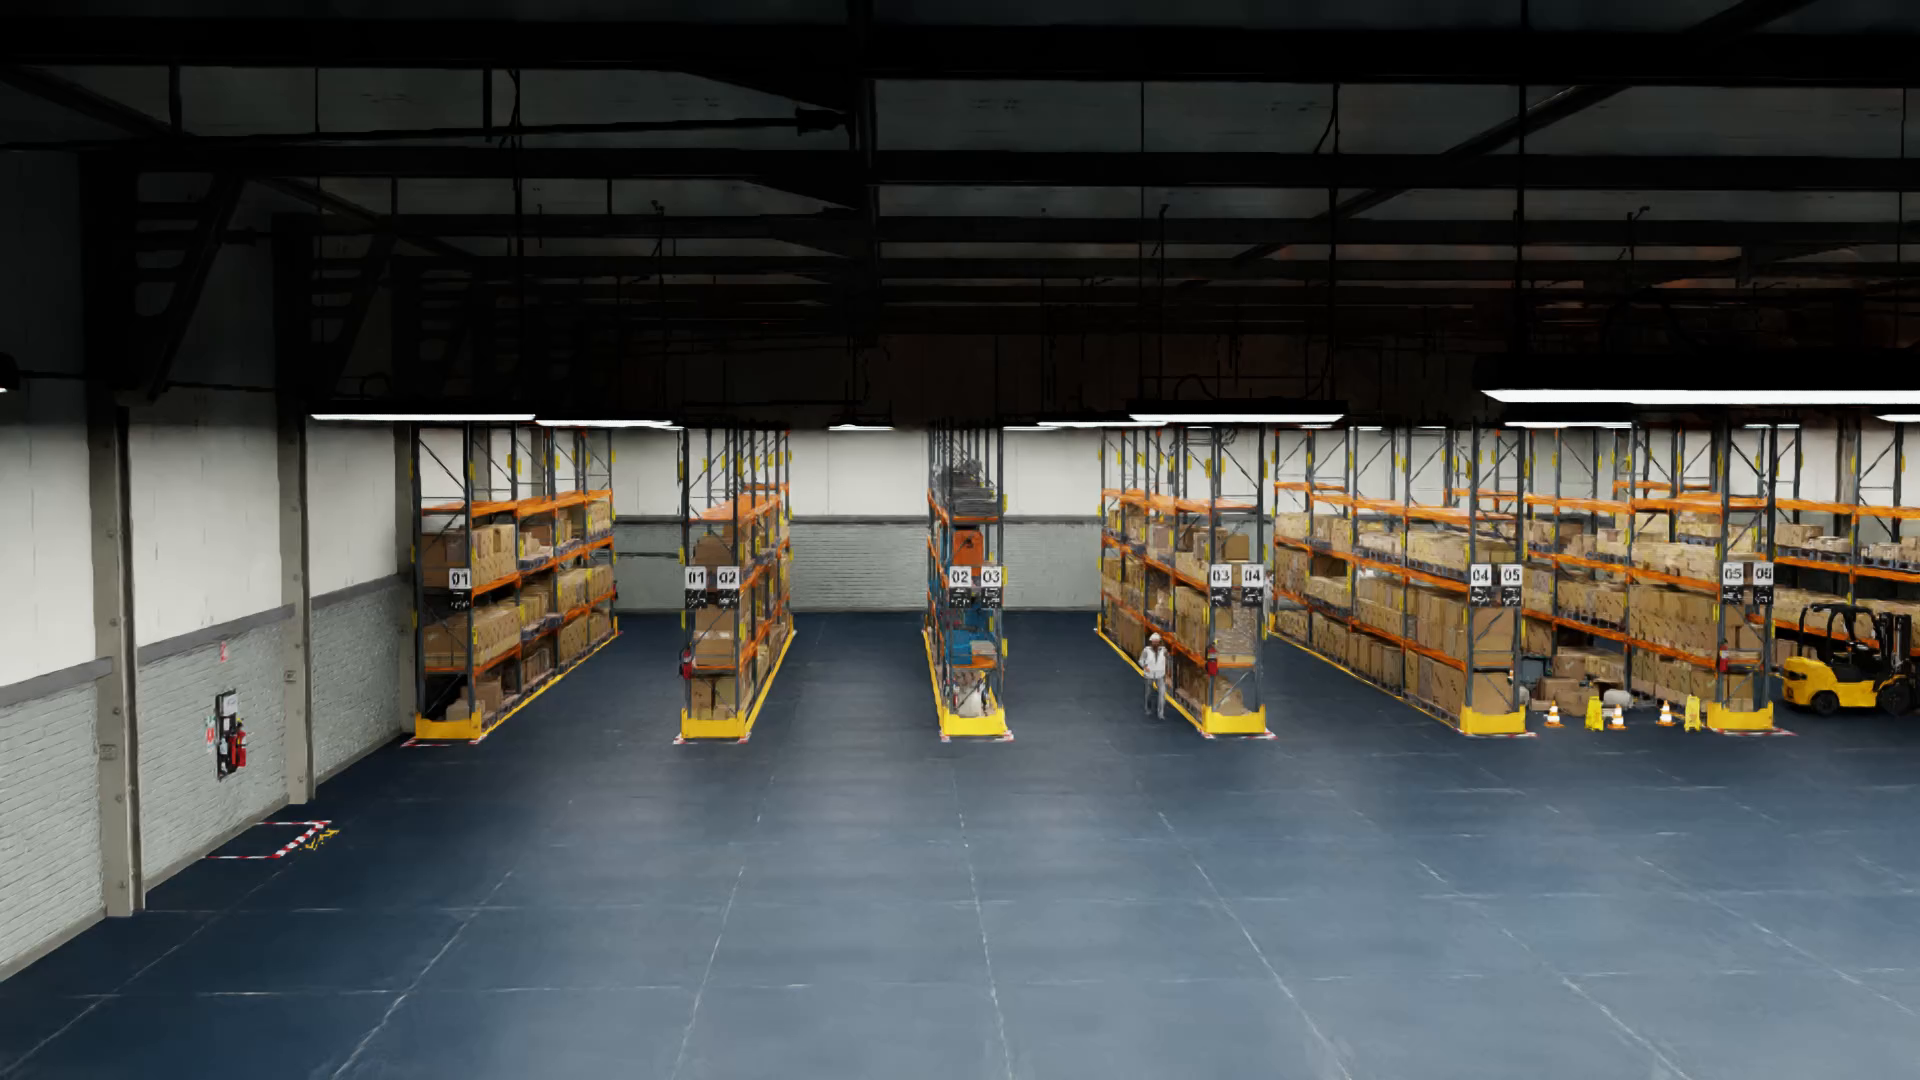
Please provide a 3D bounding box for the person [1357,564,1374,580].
[{"bbox_3d":[12.408,1.533,50.801,0.607,1.767,0.624,2,4,33],"label":"person"}]

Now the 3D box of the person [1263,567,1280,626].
[{"bbox_3d":[9.161,1.676,48.816,0.582,1.742,0.595,-3,5,-35],"label":"person"}]

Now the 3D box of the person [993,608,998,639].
[{"bbox_3d":[0.927,1.869,45.976,0.375,1.683,0.571,-2,4,-26],"label":"person"}]

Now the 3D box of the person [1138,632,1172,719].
[{"bbox_3d":[3.906,2.692,33.335,0.680,1.709,0.866,0,4,3],"label":"person"}]
